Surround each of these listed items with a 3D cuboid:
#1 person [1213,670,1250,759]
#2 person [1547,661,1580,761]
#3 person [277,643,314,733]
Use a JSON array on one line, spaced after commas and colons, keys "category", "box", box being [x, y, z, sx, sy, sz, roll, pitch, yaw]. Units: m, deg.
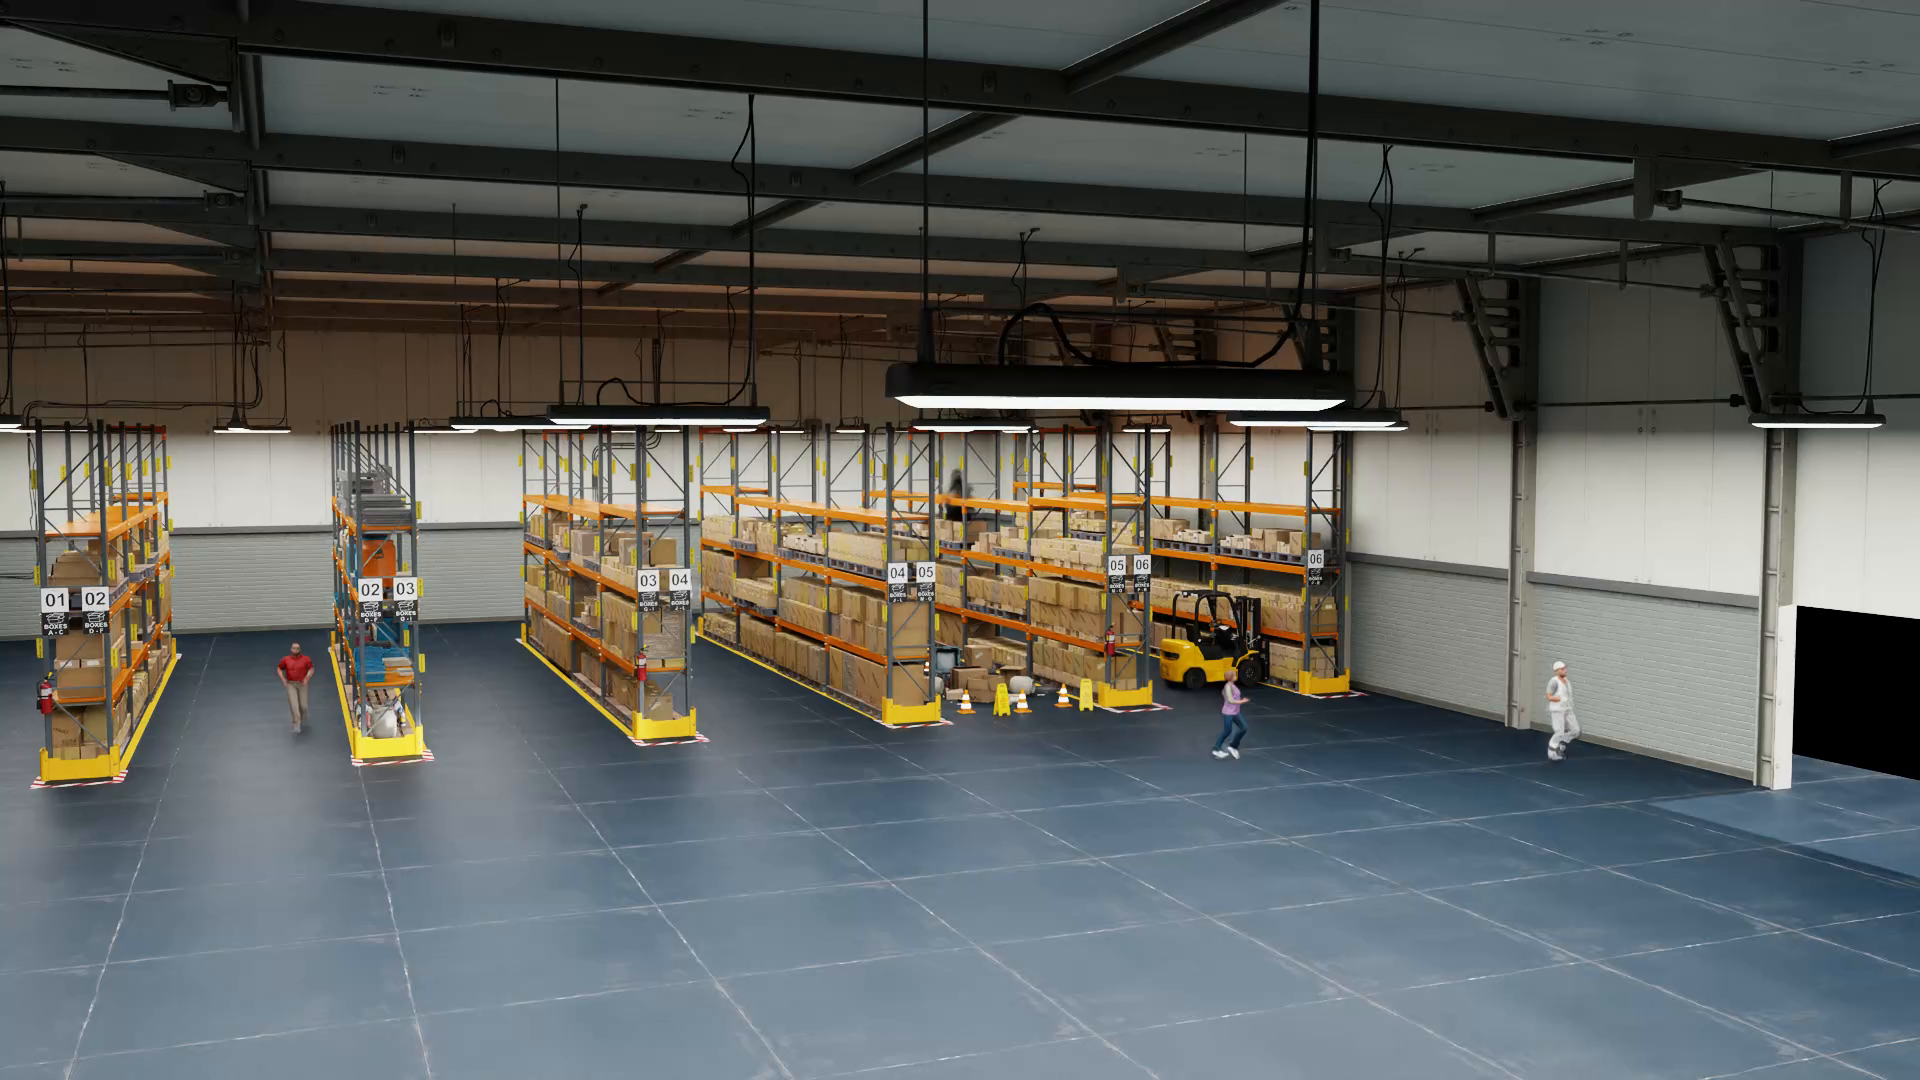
[{"category": "person", "box": [4.807, 3.085, 29.388, 0.665, 1.611, 0.508, 2, 4, 27]}, {"category": "person", "box": [10.594, 3.012, 29.144, 0.639, 1.759, 0.612, -2, 4, -30]}, {"category": "person", "box": [-12.943, 2.854, 32.409, 0.672, 1.712, 0.710, -2, 4, -24]}]
